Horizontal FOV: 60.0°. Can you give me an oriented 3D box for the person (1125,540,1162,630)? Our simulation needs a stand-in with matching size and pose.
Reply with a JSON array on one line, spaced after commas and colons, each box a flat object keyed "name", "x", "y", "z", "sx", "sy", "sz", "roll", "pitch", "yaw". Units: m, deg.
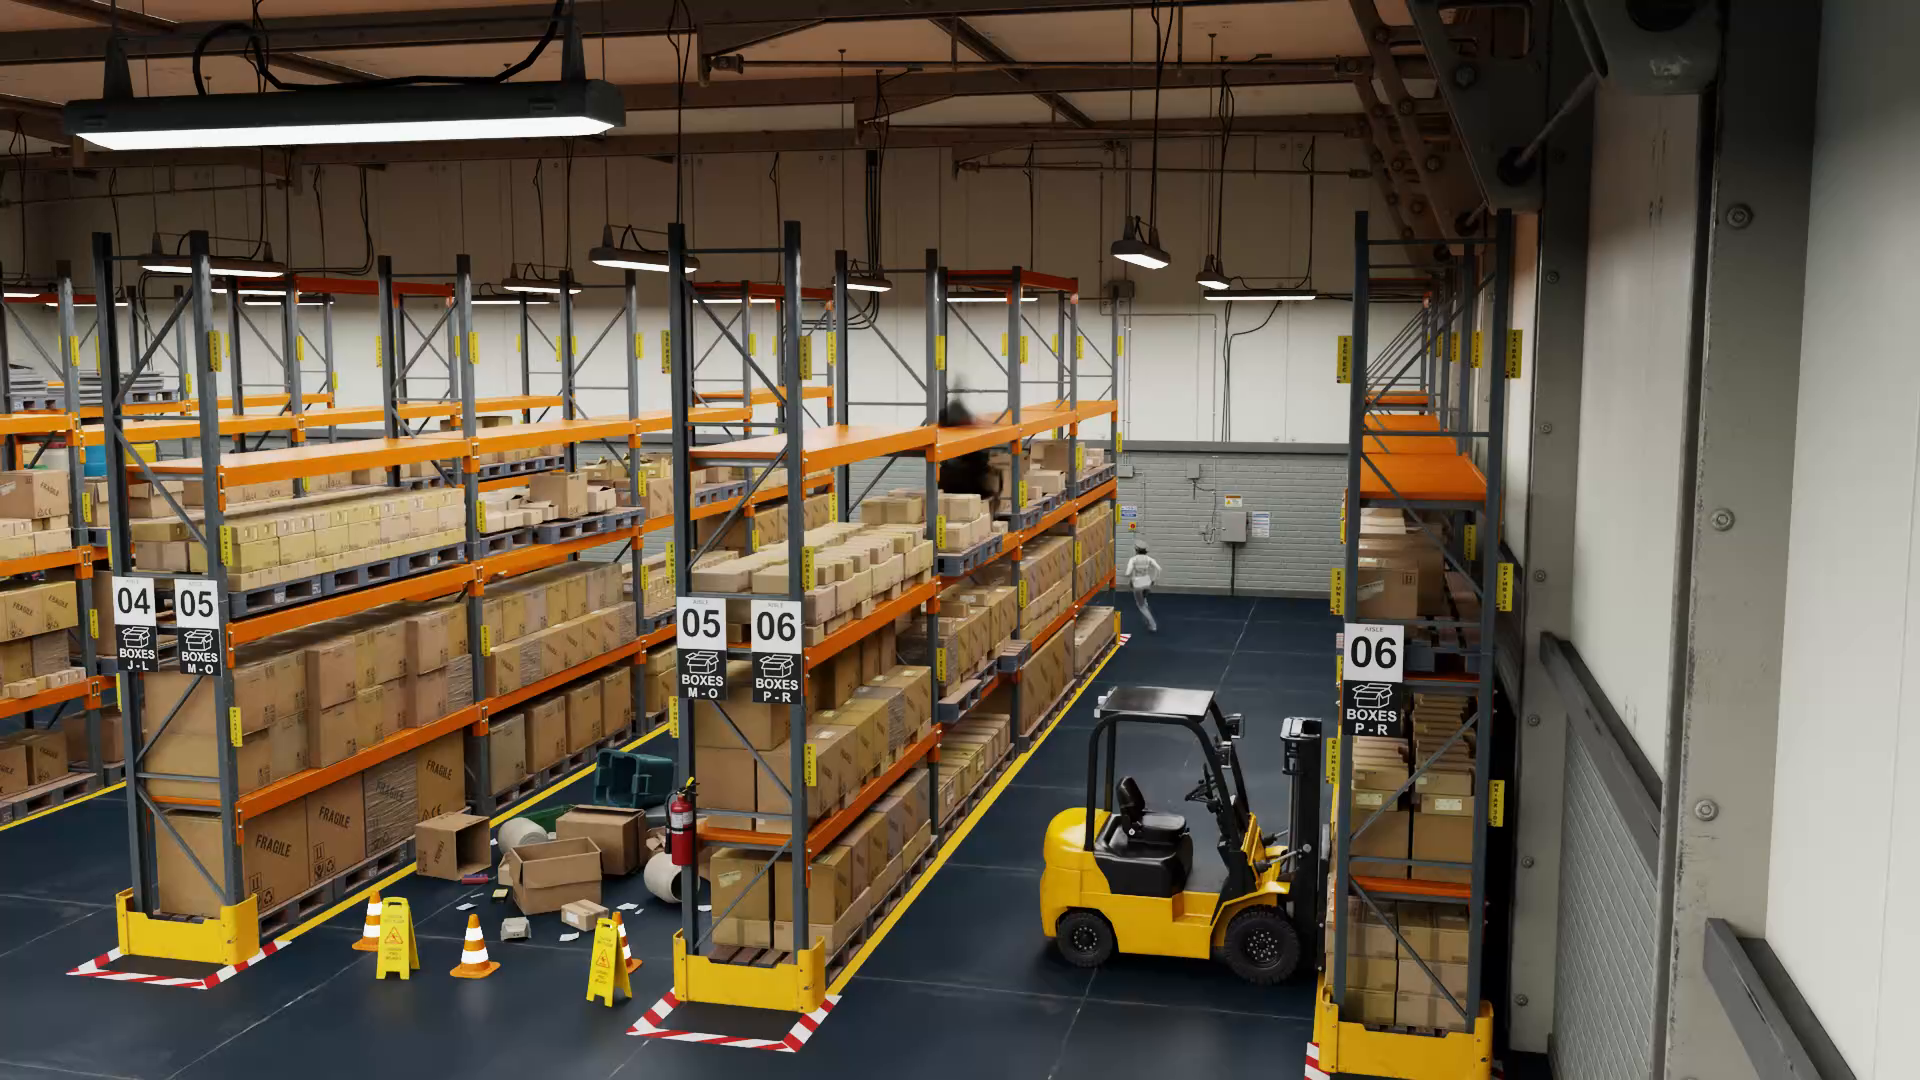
[{"name": "person", "x": 3.178, "y": 0.800, "z": 29.381, "sx": 0.697, "sy": 1.638, "sz": 0.710, "roll": -3, "pitch": 8, "yaw": -24}]

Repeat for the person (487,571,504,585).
[{"name": "person", "x": -6.960, "y": 1.272, "z": 24.866, "sx": 0.679, "sy": 1.773, "sz": 0.652, "roll": 1, "pitch": 7, "yaw": 10}]
